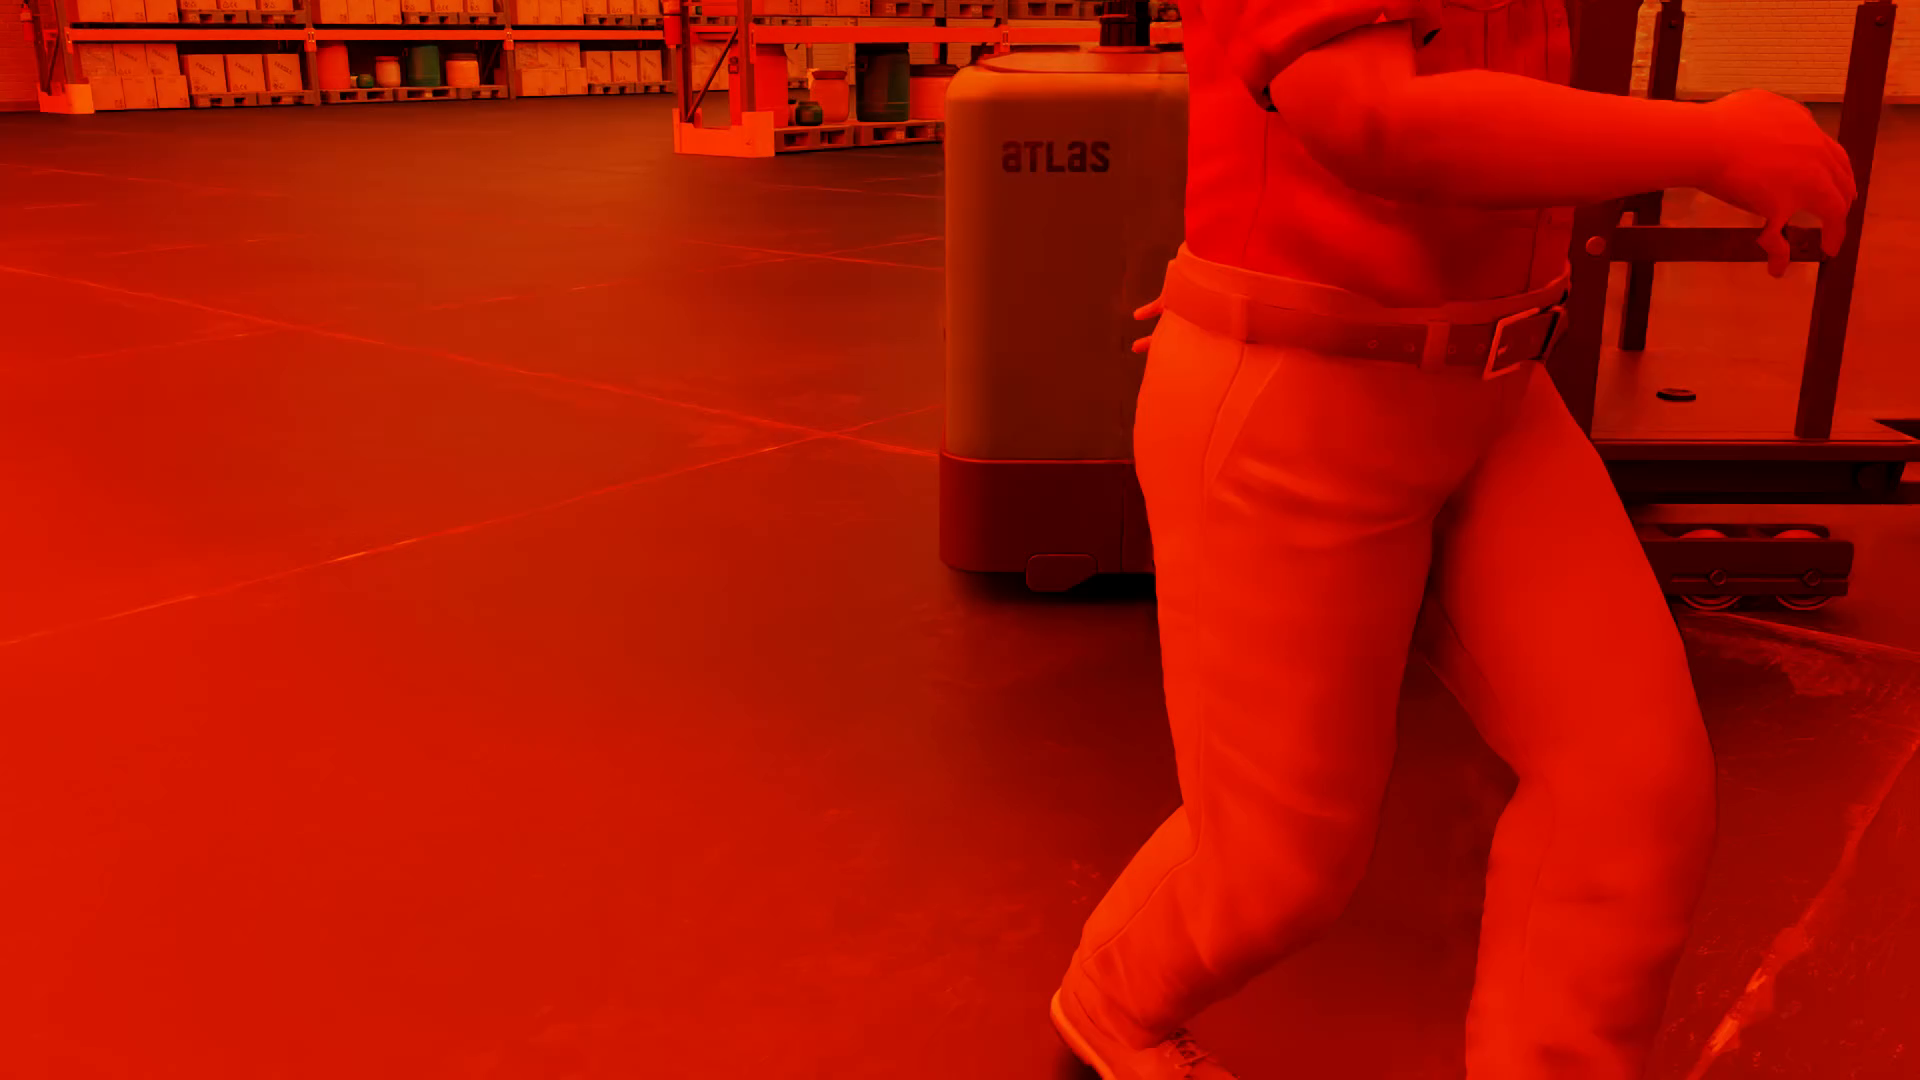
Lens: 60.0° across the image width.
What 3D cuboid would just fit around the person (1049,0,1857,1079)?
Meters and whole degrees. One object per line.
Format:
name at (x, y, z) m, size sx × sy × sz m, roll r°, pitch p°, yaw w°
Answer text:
person at (0.362, -0.099, 1.497) m, size 0.564 × 1.689 × 0.957 m, roll -13°, pitch 21°, yaw -37°

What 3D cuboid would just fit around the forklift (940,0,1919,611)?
forklift at (1.478, -1.411, 3.545) m, size 3.031 × 2.935 × 1.130 m, roll 0°, pitch 17°, yaw 1°
